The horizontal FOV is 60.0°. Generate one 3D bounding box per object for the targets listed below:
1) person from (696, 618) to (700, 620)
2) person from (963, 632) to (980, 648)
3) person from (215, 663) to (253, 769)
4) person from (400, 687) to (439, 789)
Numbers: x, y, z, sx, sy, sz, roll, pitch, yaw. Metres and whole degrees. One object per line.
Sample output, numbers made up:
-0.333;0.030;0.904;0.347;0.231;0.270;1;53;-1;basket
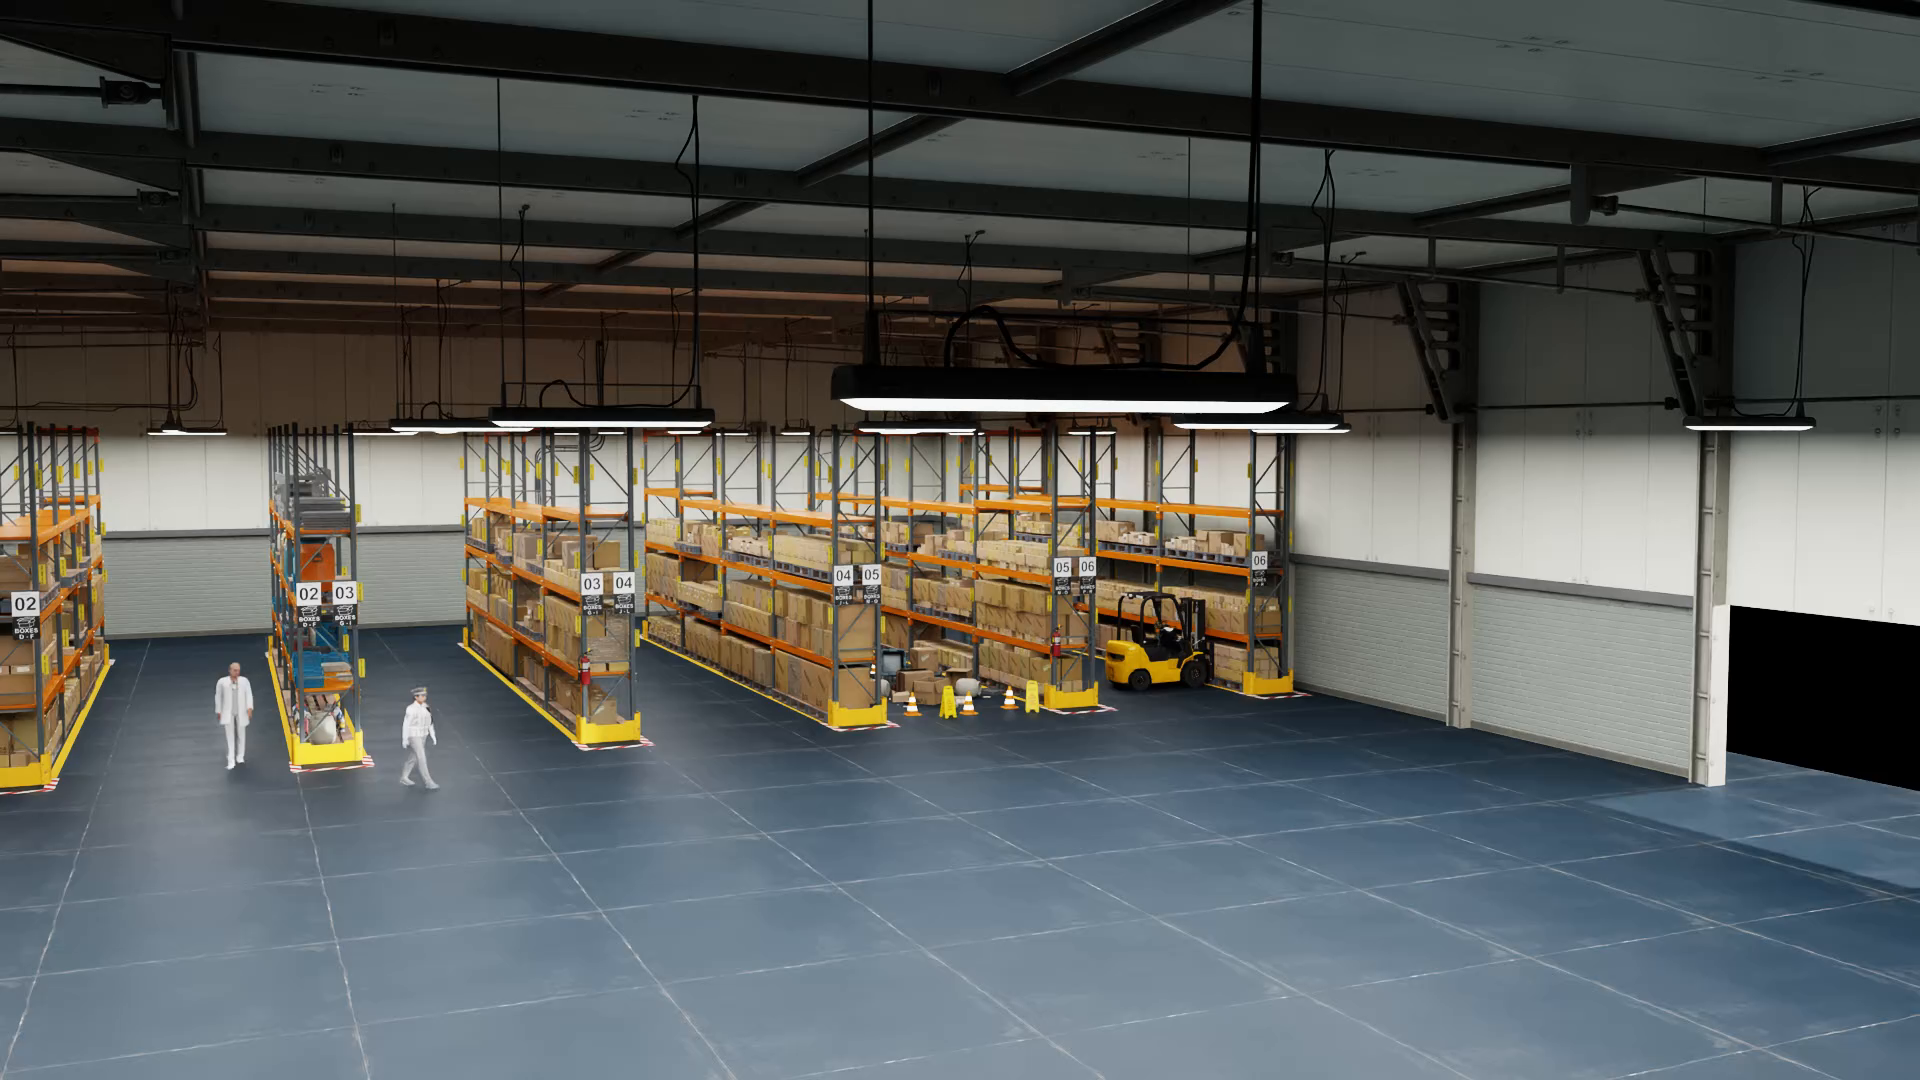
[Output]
-7.602;1.790;50.298;0.828;1.693;0.526;0;3;-5;person
0.287;2.157;44.035;0.602;1.762;0.514;-2;4;-31;person
-12.697;3.068;29.165;0.596;1.791;0.787;-2;4;-34;person
-8.814;3.221;27.191;0.927;1.626;0.538;1;4;17;person
